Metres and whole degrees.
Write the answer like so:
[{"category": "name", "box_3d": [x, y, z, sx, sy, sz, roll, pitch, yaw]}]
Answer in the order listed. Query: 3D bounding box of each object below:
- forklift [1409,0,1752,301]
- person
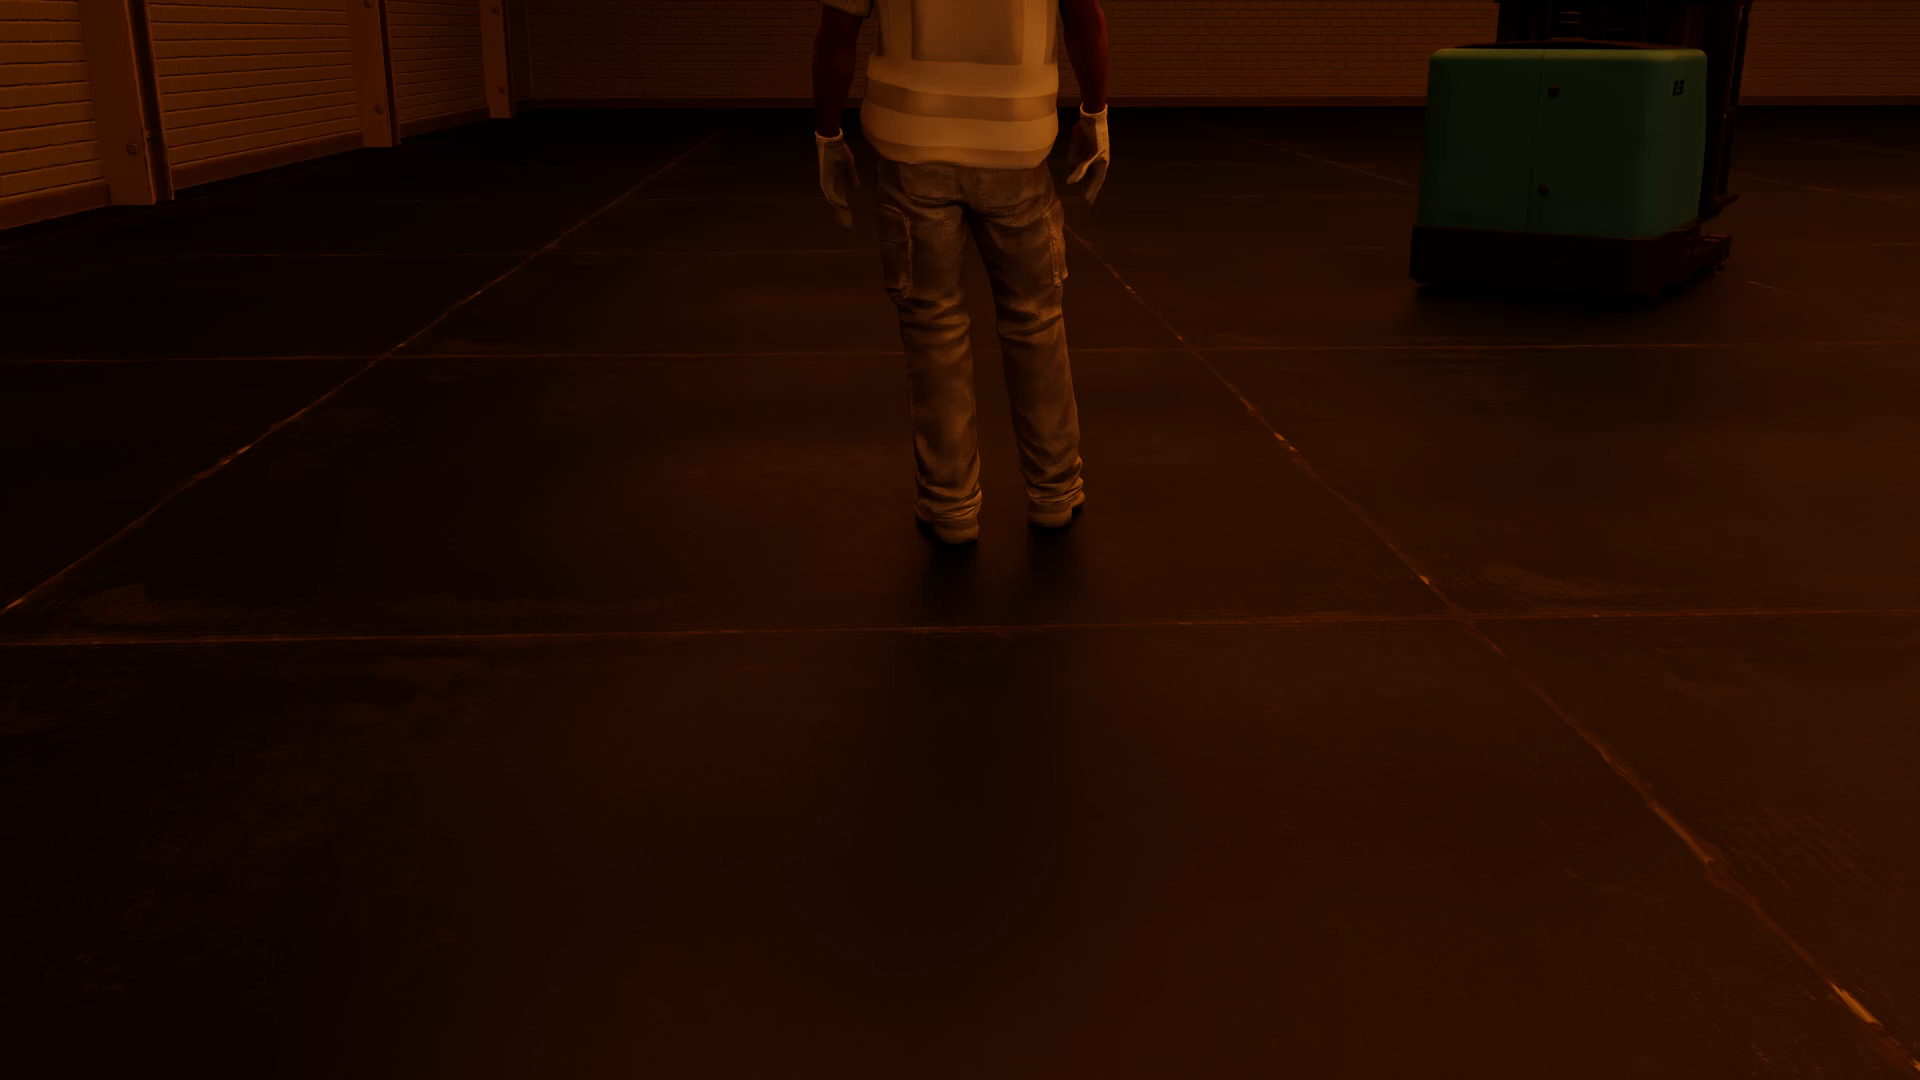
[{"category": "forklift", "box_3d": [3.277, -2.810, 8.093, 1.130, 2.935, 3.031, 11, 20, 31]}, {"category": "person", "box_3d": [0.006, -0.881, 3.724, 0.656, 1.782, 0.577, -1, 17, -3]}]
